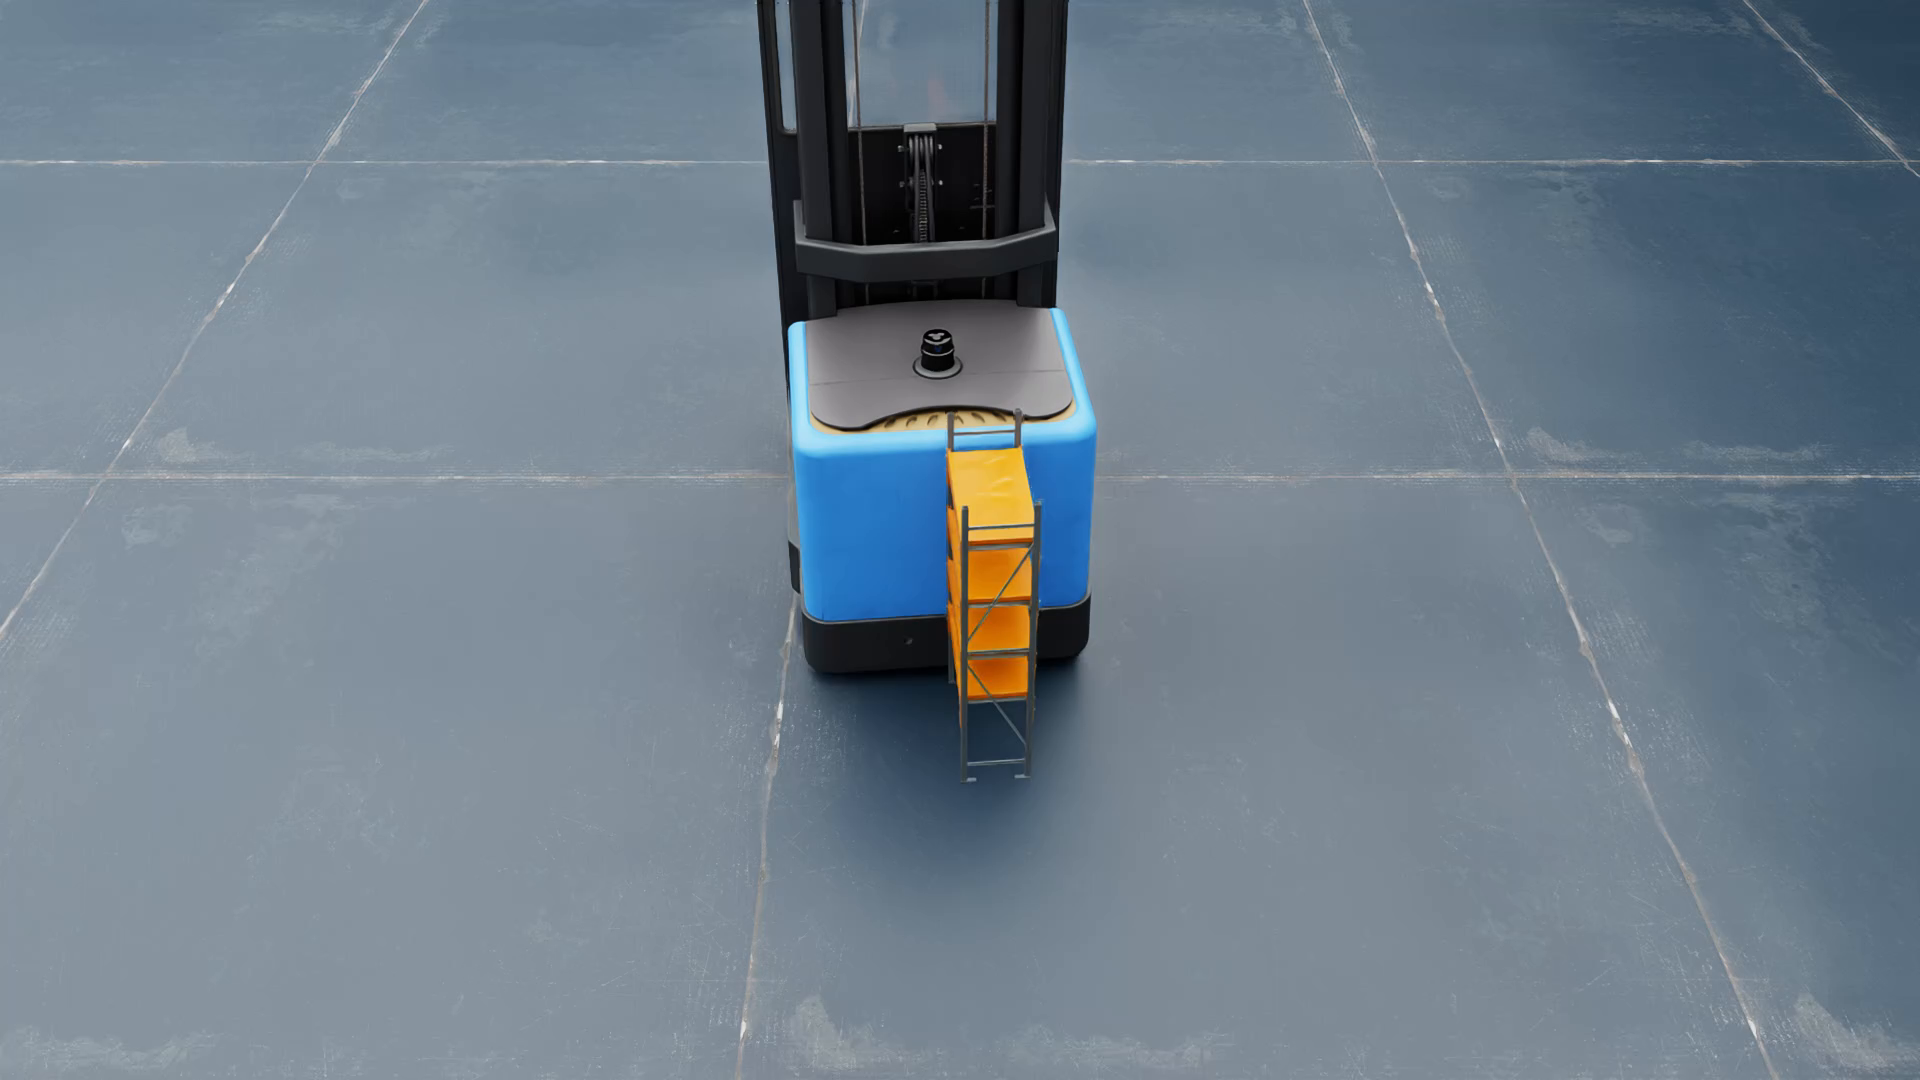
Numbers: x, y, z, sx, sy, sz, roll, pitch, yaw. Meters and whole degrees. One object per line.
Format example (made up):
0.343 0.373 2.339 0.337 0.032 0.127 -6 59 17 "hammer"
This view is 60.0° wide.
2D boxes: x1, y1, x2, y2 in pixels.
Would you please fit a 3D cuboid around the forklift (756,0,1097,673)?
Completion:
-0.191 -1.573 6.369 1.130 2.935 3.031 -4 39 -5 "forklift"

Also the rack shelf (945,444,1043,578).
0.102 -0.099 5.280 0.258 0.148 0.480 -3 40 -4 "rack shelf"

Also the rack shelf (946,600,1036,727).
0.101 0.411 5.698 0.258 0.148 0.480 -3 40 -4 "rack shelf"

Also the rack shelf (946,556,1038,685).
0.101 0.257 5.572 0.258 0.148 0.480 -3 40 -4 "rack shelf"

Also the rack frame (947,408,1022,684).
0.079 0.051 5.717 0.240 1.200 0.015 -3 40 -4 "rack frame"

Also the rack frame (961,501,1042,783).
0.124 0.359 5.342 0.240 1.200 0.015 -3 40 -4 "rack frame"

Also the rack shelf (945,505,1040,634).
0.101 0.084 5.430 0.258 0.148 0.480 -3 40 -4 "rack shelf"

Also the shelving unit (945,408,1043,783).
0.101 0.205 5.530 0.258 1.200 0.503 -3 40 -4 "shelving unit"
